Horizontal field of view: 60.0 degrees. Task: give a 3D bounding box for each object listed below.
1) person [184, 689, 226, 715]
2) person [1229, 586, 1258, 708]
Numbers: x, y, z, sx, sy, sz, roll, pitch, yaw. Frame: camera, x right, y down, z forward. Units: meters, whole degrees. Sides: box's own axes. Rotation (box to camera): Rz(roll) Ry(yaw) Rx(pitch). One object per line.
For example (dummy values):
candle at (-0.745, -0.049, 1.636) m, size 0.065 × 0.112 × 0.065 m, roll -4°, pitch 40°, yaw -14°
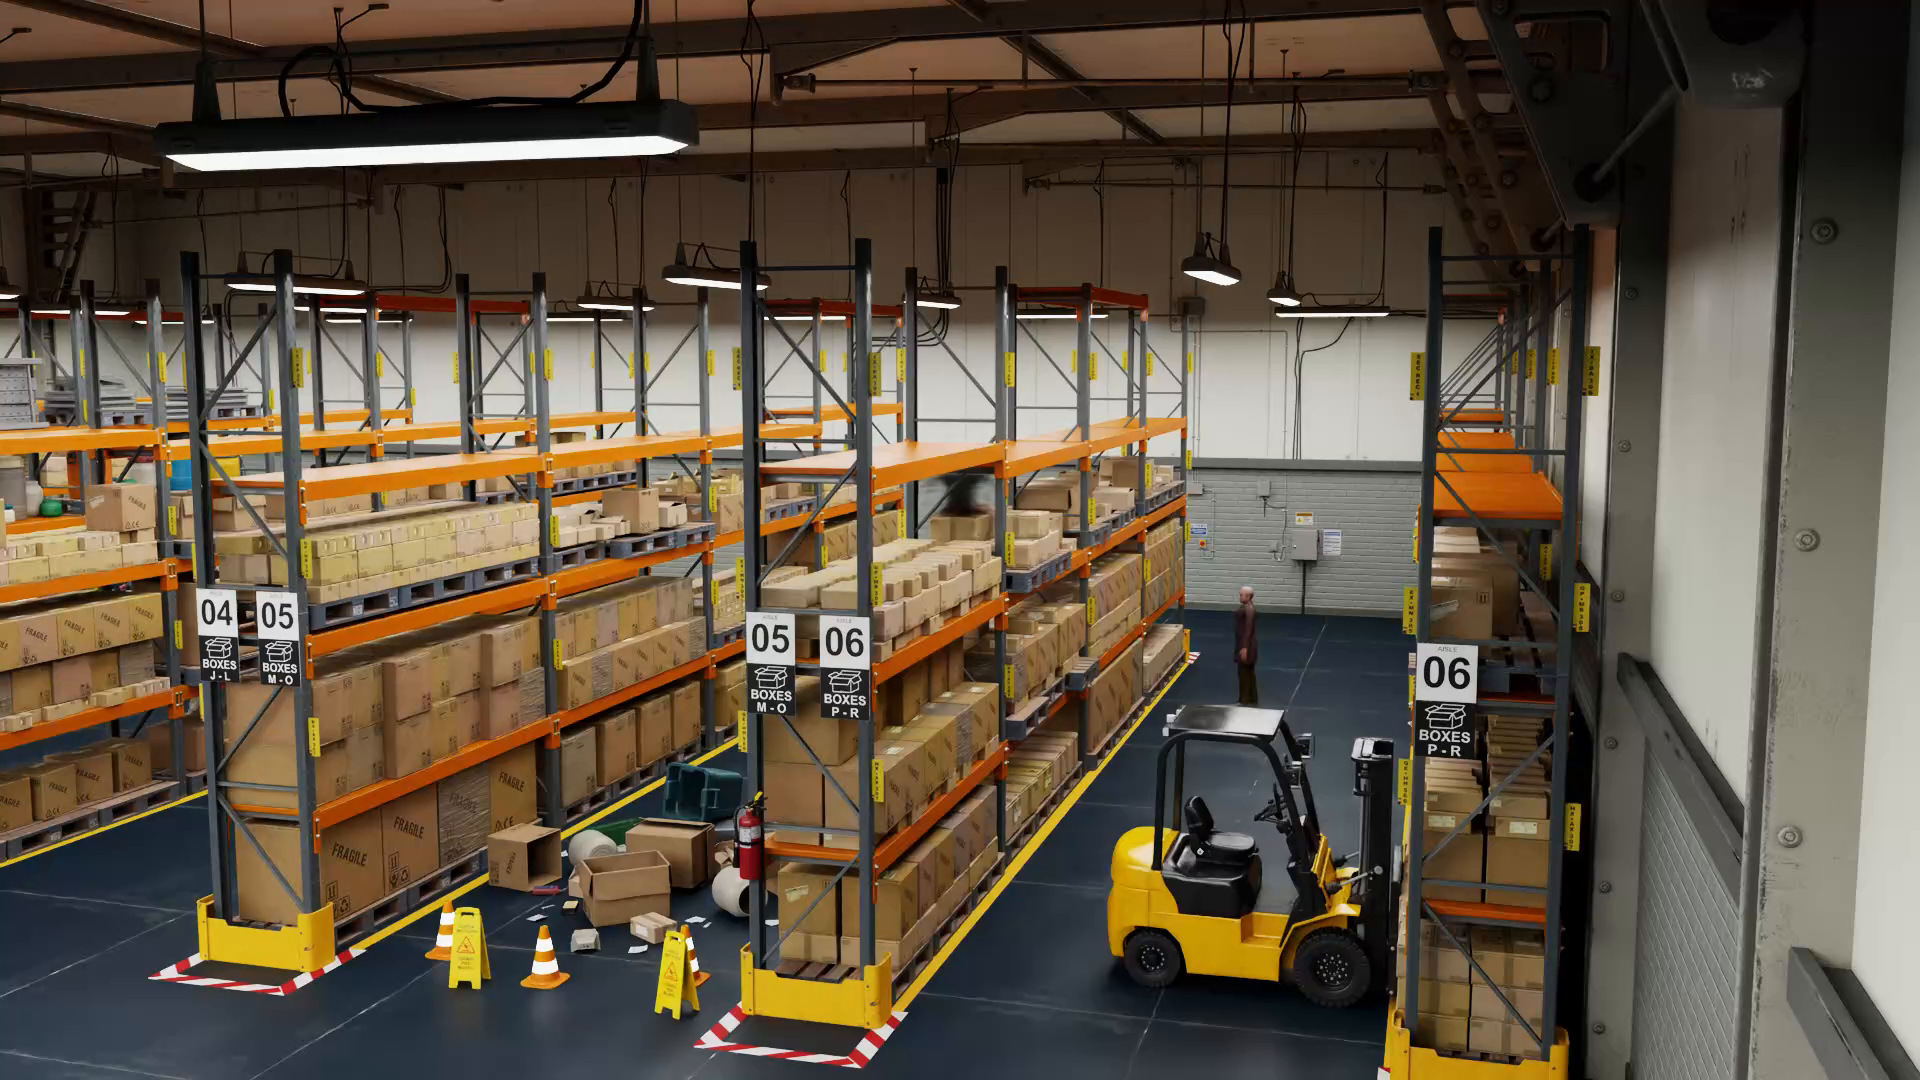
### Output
person at (-10.771, 1.675, 23.790) m, size 0.725 × 1.677 × 1.086 m, roll 1°, pitch 7°, yaw 12°
person at (4.159, 1.560, 24.265) m, size 0.422 × 1.785 × 0.656 m, roll 2°, pitch 7°, yaw 14°
